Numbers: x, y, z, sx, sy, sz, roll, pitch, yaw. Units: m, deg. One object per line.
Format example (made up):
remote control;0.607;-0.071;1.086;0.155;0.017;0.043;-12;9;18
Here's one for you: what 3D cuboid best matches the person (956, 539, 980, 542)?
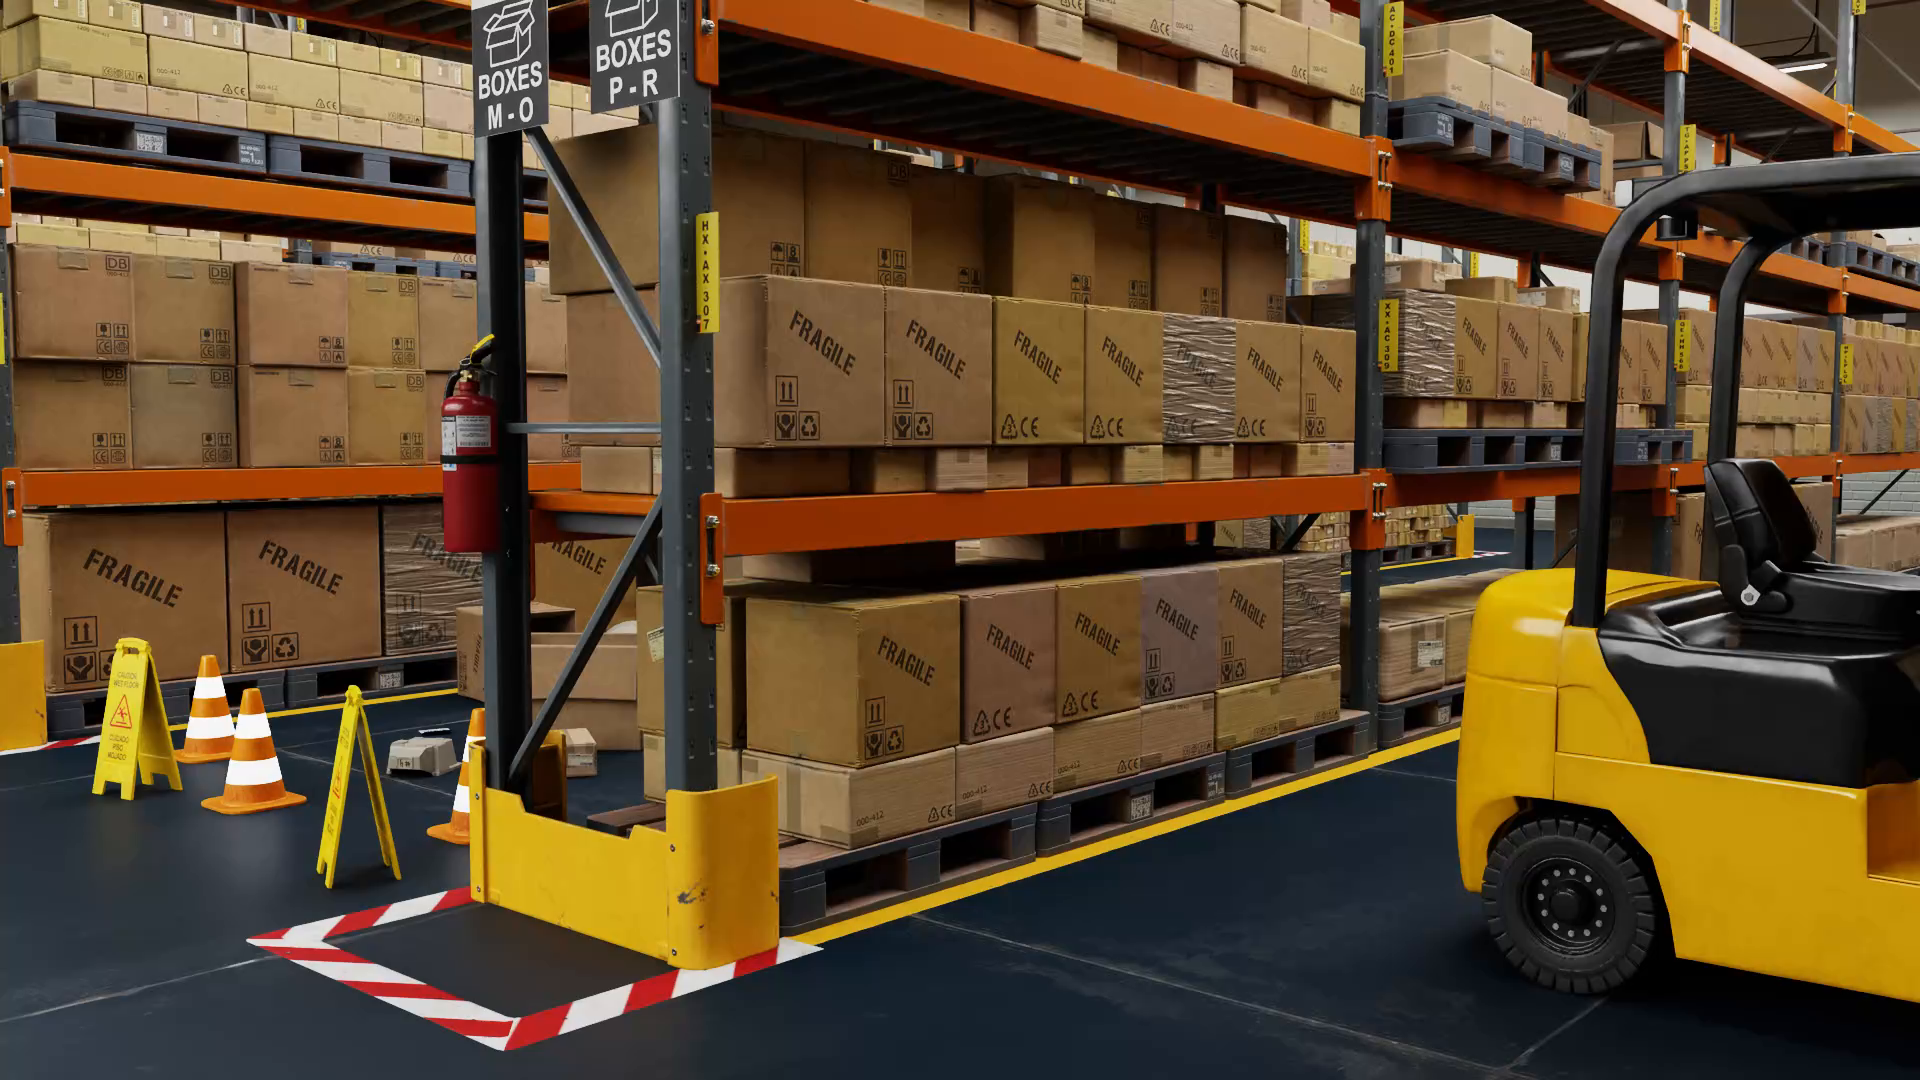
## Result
person;0.118;0.324;11.733;0.433;0.826;0.857;3;5;37
